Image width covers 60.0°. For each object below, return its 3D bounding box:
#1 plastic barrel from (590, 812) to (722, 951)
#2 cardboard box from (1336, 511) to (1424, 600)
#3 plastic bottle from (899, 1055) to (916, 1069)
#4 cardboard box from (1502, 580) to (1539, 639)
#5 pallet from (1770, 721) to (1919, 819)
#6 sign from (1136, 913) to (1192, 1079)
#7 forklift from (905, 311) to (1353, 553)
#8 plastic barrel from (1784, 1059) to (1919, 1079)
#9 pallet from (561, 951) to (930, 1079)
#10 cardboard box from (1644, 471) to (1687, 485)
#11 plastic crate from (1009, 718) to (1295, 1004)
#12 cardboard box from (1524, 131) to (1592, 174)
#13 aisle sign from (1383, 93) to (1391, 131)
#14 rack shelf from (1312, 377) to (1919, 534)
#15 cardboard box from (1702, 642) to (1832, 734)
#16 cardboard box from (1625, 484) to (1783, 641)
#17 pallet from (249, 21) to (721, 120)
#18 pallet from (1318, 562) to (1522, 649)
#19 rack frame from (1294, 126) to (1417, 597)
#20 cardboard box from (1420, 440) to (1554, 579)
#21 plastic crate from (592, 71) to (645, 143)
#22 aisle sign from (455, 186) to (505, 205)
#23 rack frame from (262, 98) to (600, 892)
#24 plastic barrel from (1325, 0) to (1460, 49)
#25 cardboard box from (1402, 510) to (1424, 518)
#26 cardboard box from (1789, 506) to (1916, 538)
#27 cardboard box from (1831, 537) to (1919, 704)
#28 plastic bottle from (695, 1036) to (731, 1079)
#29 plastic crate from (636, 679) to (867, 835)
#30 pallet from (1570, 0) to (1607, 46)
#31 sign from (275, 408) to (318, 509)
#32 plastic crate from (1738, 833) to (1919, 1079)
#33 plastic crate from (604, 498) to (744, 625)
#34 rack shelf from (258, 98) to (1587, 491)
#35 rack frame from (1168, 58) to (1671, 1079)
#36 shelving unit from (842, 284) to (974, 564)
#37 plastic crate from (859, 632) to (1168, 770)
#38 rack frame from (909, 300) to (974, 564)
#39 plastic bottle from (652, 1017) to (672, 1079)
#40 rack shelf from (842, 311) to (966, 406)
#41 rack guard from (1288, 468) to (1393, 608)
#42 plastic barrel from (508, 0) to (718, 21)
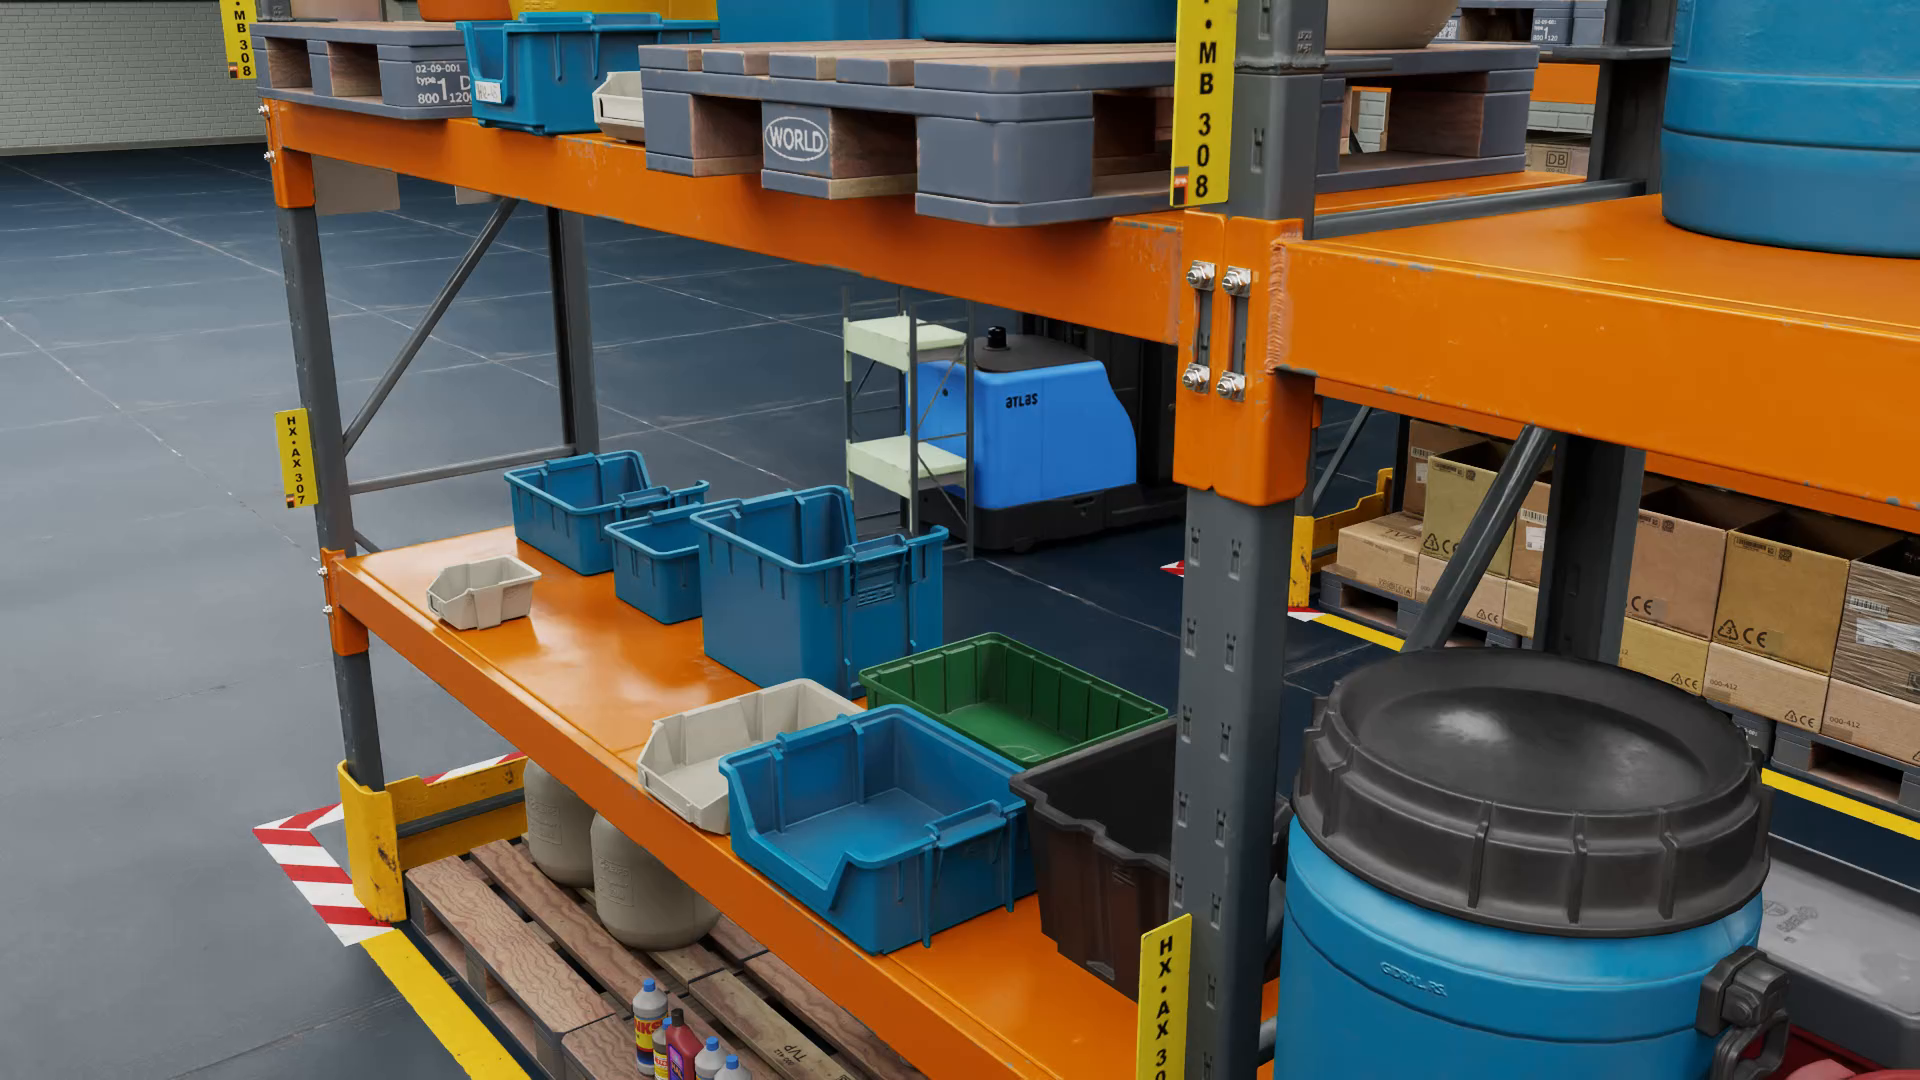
[{"bbox_3d":[-0.963,1.011,5.328,0.421,0.512,0.421,0,18,0],"label":"plastic barrel"},{"bbox_3d":[2.301,0.074,8.574,0.500,0.250,0.500,-14,23,-36],"label":"cardboard box"},{"bbox_3d":[-0.124,1.375,4.689,0.097,0.201,0.097,0,18,0],"label":"plastic bottle"},{"bbox_3d":[2.925,0.320,7.831,0.500,0.250,0.500,-14,23,-36],"label":"cardboard box"},{"bbox_3d":[4.165,0.898,6.816,1.003,0.211,1.213,-14,23,-36],"label":"pallet"},{"bbox_3d":[0.303,0.717,2.485,0.100,0.325,0.005,-14,23,-36],"label":"sign"},{"bbox_3d":[1.158,-1.647,10.173,3.031,2.935,1.130,-11,21,-30],"label":"forklift"},{"bbox_3d":[1.163,0.958,1.982,0.433,0.535,0.433,0,18,0],"label":"plastic barrel"},{"bbox_3d":[-0.405,1.593,4.715,1.003,0.211,1.213,-14,23,-36],"label":"pallet"},{"bbox_3d":[3.341,-0.140,8.027,0.500,0.500,0.500,-14,23,-36],"label":"cardboard box"},{"bbox_3d":[0.516,0.619,3.318,0.767,0.338,0.504,-14,23,-36],"label":"plastic crate"},{"bbox_3d":[2.786,-1.612,7.736,0.700,0.500,0.500,-15,23,-38],"label":"cardboard box"},{"bbox_3d":[2.332,-2.515,8.551,0.394,0.787,0.004,-14,23,-36],"label":"aisle sign"},{"bbox_3d":[3.384,-0.373,7.362,1.077,0.370,4.000,-14,23,-36],"label":"rack shelf"},{"bbox_3d":[3.542,0.567,7.085,0.500,0.250,0.500,-14,23,-36],"label":"cardboard box"},{"bbox_3d":[3.231,0.088,7.338,0.500,0.500,0.500,-14,23,-36],"label":"cardboard box"},{"bbox_3d":[-1.306,-1.353,4.706,1.003,0.211,1.213,-14,23,-36],"label":"pallet"},{"bbox_3d":[2.650,0.296,8.632,1.003,0.211,1.213,-14,23,-36],"label":"pallet"},{"bbox_3d":[2.143,-1.208,8.738,1.000,3.000,0.127,-14,23,-36],"label":"rack frame"},{"bbox_3d":[2.613,-0.159,8.085,0.500,0.500,0.500,-14,23,-36],"label":"cardboard box"},{"bbox_3d":[-0.572,-0.872,3.370,0.243,0.136,0.396,-14,23,-36],"label":"plastic crate"},{"bbox_3d":[-1.554,-1.552,5.641,0.394,0.787,0.004,-14,23,-36],"label":"aisle sign"},{"bbox_3d":[-1.743,-0.242,5.821,1.000,3.000,0.127,-14,23,-36],"label":"rack frame"},{"bbox_3d":[0.628,-1.077,2.725,0.421,0.512,0.421,0,18,0],"label":"plastic barrel"},{"bbox_3d":[2.707,-0.027,8.879,0.500,0.250,0.500,-14,23,-36],"label":"cardboard box"},{"bbox_3d":[3.963,0.106,7.283,0.500,0.500,0.500,-14,23,-36],"label":"cardboard box"},{"bbox_3d":[3.866,0.331,6.605,0.500,0.500,0.500,-14,23,-36],"label":"cardboard box"},{"bbox_3d":[-0.648,1.437,4.393,0.097,0.271,0.097,0,18,0],"label":"plastic bottle"},{"bbox_3d":[-0.466,0.518,3.945,0.530,0.136,0.437,-14,23,-36],"label":"plastic crate"},{"bbox_3d":[3.323,-2.109,6.830,1.003,0.211,1.213,-14,23,-36],"label":"pallet"},{"bbox_3d":[-2.176,-0.267,5.456,0.100,0.325,0.005,-14,23,-36],"label":"sign"},{"bbox_3d":[1.282,0.773,2.654,0.402,0.464,0.583,-14,23,-36],"label":"plastic crate"},{"bbox_3d":[-0.798,0.055,5.161,0.499,0.251,0.408,-14,23,-36],"label":"plastic crate"},{"bbox_3d":[-0.501,-0.831,3.974,1.077,0.370,4.000,-14,23,-36],"label":"rack shelf"},{"bbox_3d":[0.741,0.744,2.844,1.000,3.000,0.127,-14,23,-36],"label":"rack frame"},{"bbox_3d":[-0.296,-0.659,9.465,0.431,1.500,0.755,-11,22,-31],"label":"shelving unit"},{"bbox_3d":[0.119,0.455,4.054,0.450,0.188,0.662,-14,23,-36],"label":"plastic crate"},{"bbox_3d":[-0.098,-0.562,9.174,0.400,1.500,0.023,-11,22,-31],"label":"rack frame"},{"bbox_3d":[-0.797,1.411,4.582,0.097,0.201,0.097,0,18,0],"label":"plastic bottle"},{"bbox_3d":[-0.296,-1.029,9.343,0.431,0.370,0.720,-11,22,-31],"label":"rack shelf"},{"bbox_3d":[2.128,-0.027,9.148,1.175,0.500,0.348,-14,23,-36],"label":"rack guard"},{"bbox_3d":[-0.935,-1.698,4.480,0.600,0.588,0.600,0,18,0],"label":"plastic barrel"}]
